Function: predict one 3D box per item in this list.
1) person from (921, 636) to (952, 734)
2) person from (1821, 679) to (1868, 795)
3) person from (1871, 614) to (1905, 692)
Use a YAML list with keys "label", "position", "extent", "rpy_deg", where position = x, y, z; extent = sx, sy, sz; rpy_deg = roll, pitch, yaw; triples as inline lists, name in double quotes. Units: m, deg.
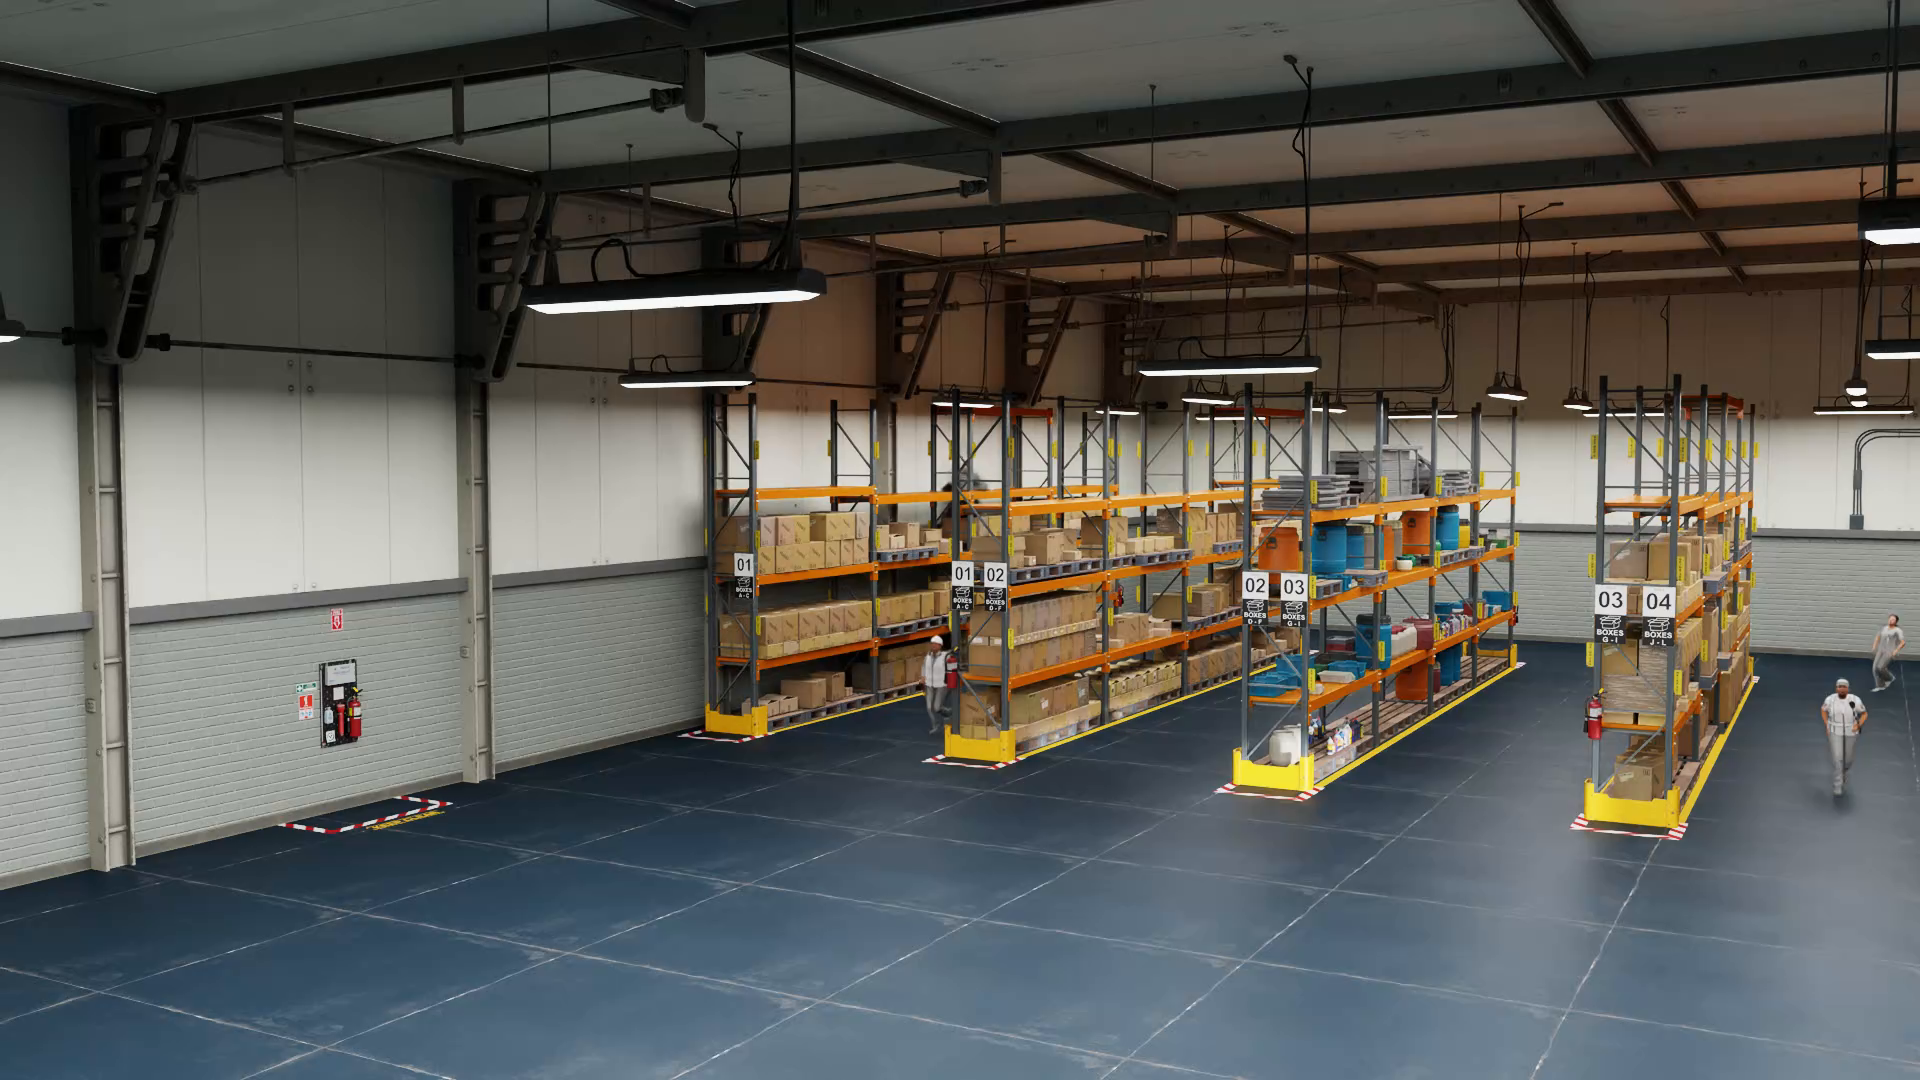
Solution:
- label: "person"
  position: [-0.391, 2.556, 29.322]
  extent: [0.692, 1.731, 0.599]
  rpy_deg: [1, 3, 26]
- label: "person"
  position: [12.975, 2.862, 24.423]
  extent: [0.603, 1.686, 0.790]
  rpy_deg: [1, 3, 25]
- label: "person"
  position: [19.208, 2.341, 34.472]
  extent: [0.523, 1.622, 0.614]
  rpy_deg: [-1, 3, -22]
